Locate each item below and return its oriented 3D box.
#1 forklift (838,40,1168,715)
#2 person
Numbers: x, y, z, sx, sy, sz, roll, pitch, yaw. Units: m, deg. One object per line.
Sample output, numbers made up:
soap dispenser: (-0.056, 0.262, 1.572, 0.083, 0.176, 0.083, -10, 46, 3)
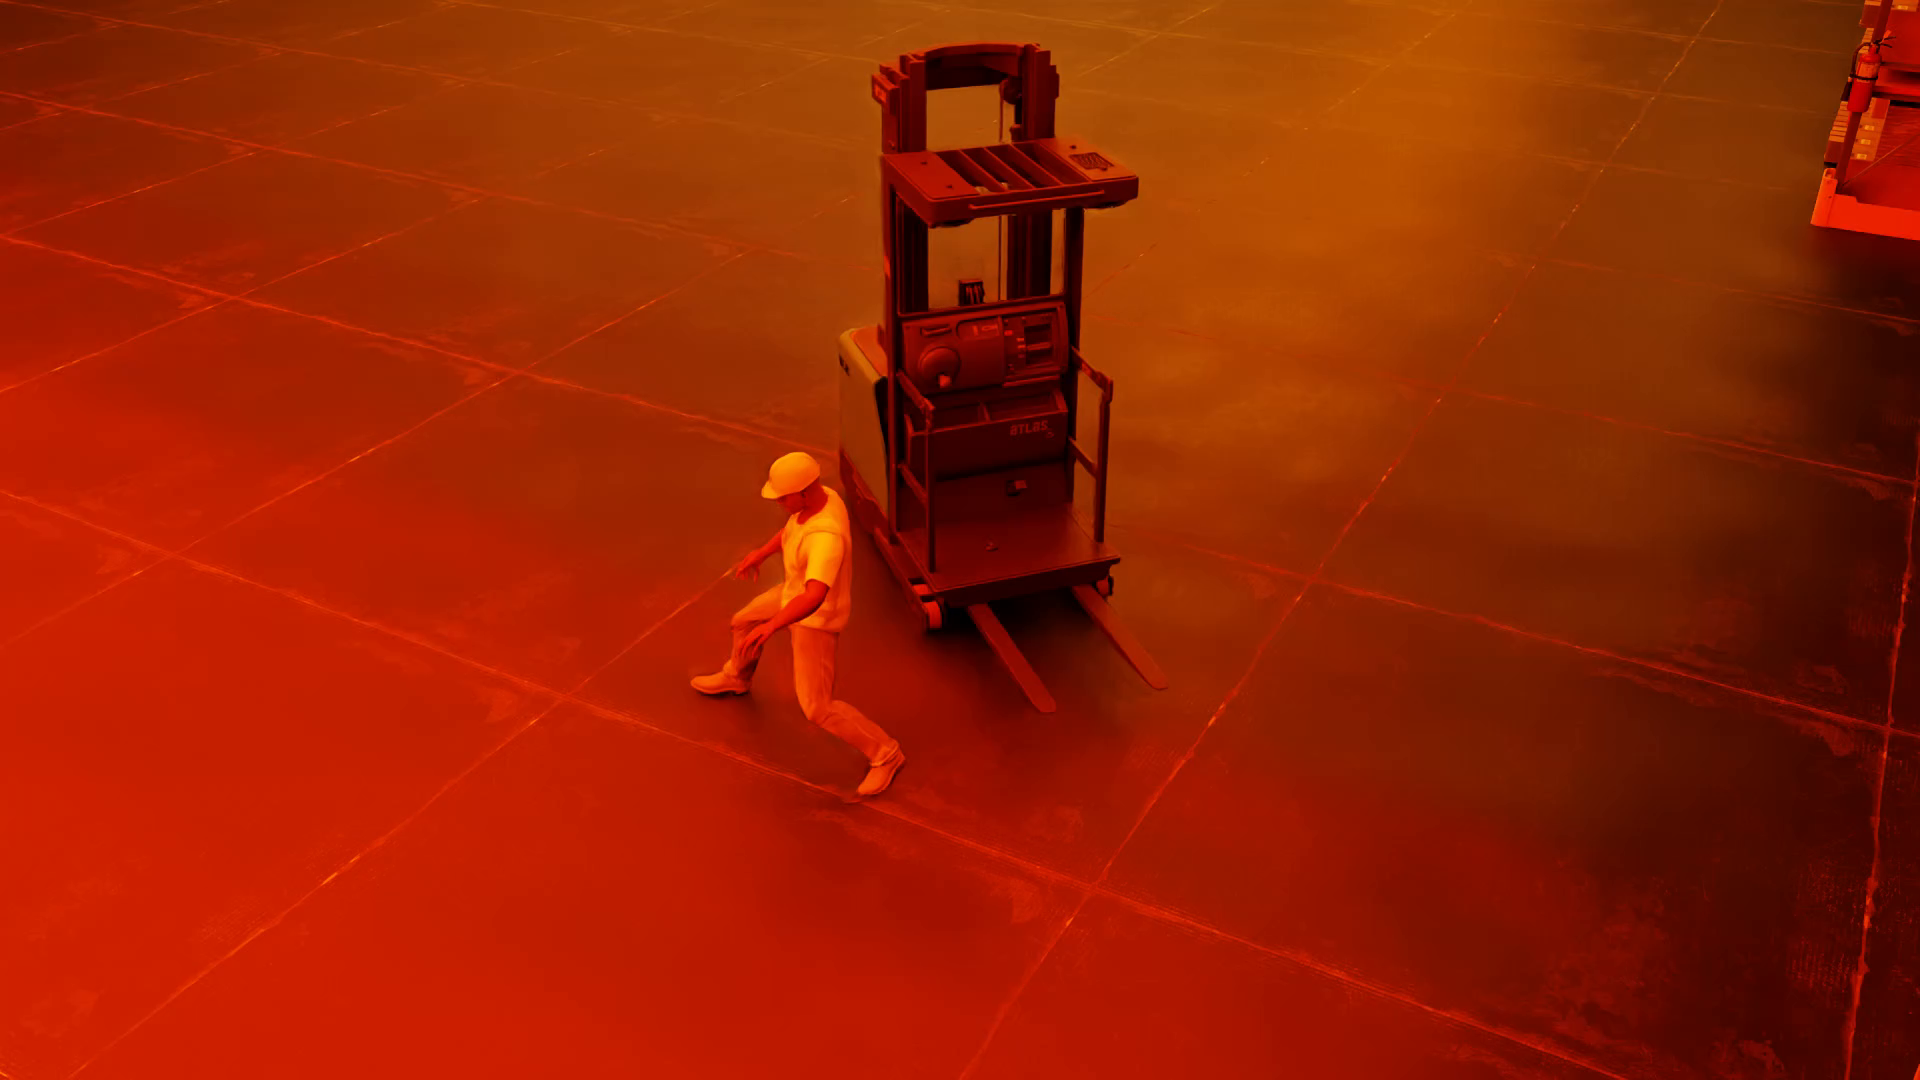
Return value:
forklift: (0.217, -0.999, 8.801, 1.130, 2.935, 3.031, -10, 31, -17)
person: (-0.816, 0.316, 7.910, 0.996, 1.606, 1.065, -5, 30, -9)
